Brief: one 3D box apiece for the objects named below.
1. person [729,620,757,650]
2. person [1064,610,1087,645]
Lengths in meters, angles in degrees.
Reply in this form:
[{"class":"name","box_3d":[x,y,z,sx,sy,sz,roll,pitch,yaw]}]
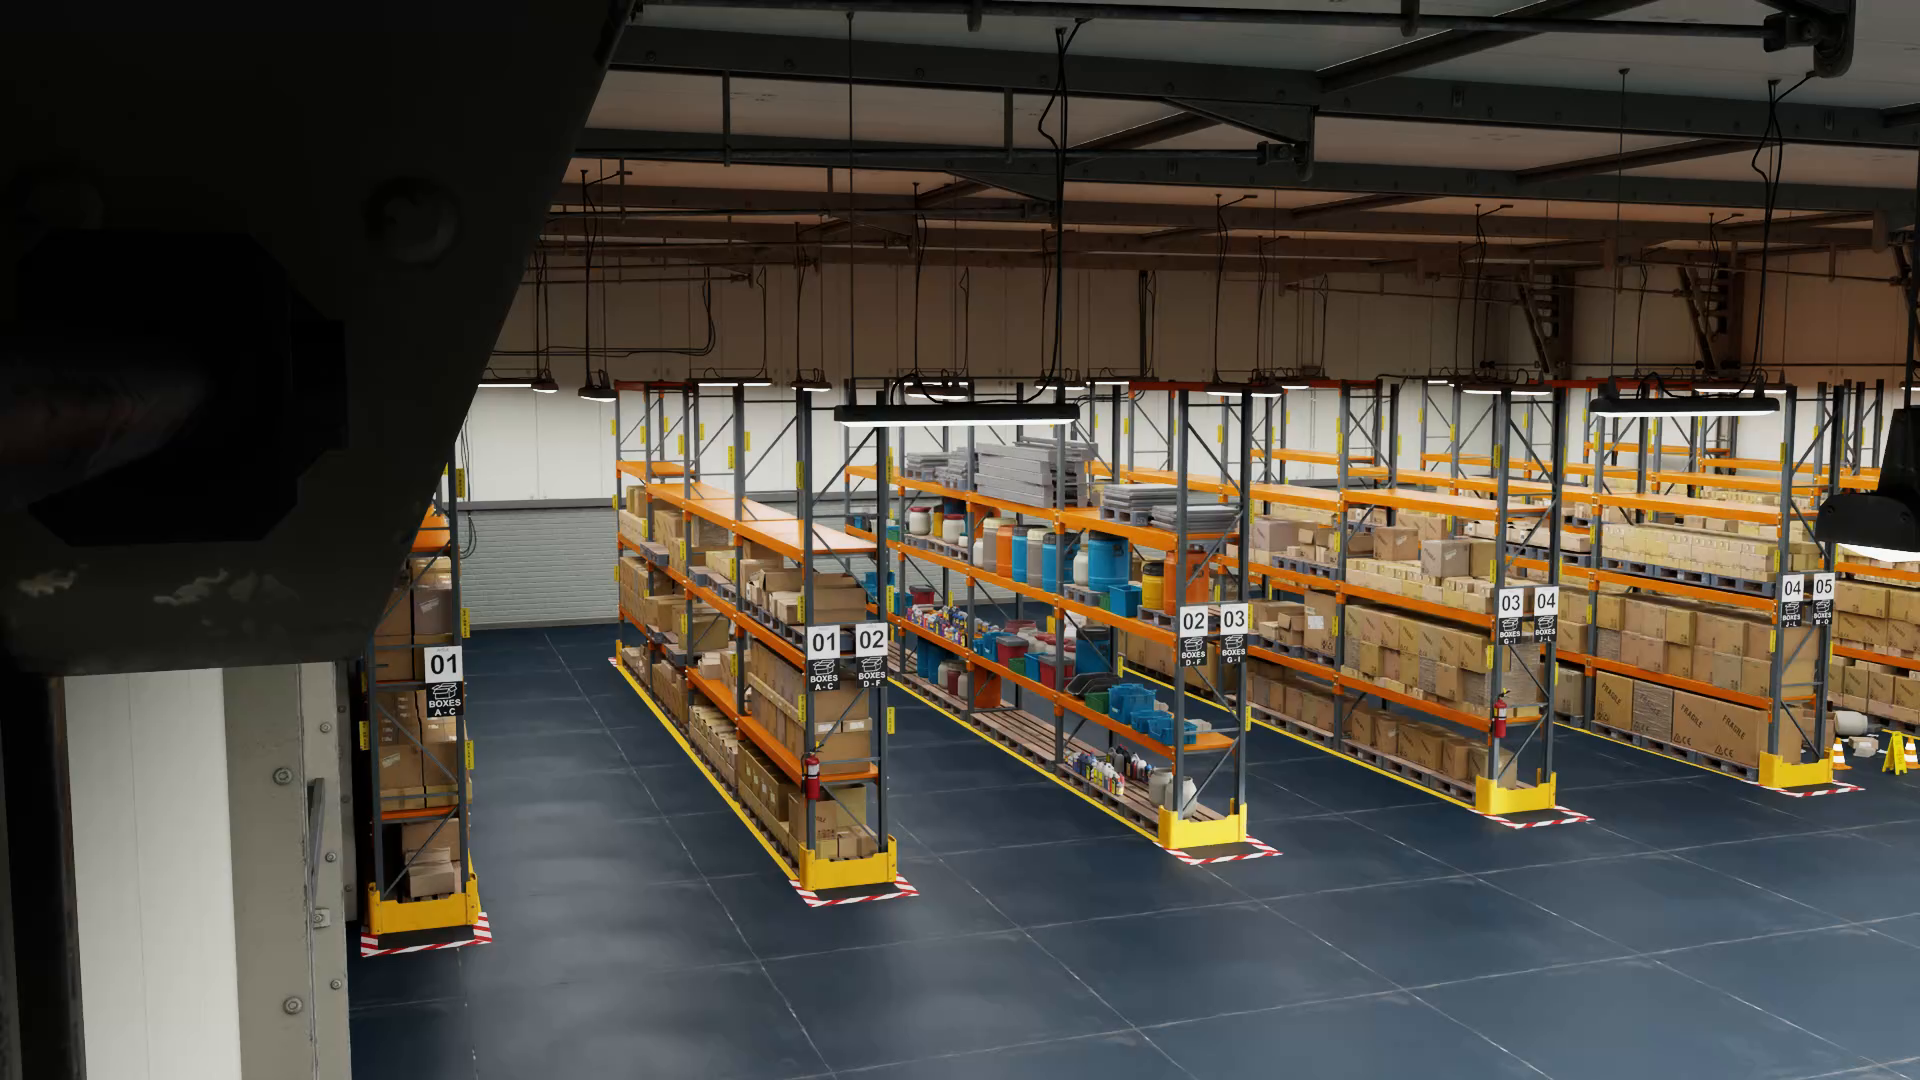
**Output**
[{"class":"person","box_3d":[-4.309,1.883,33.770,0.725,1.689,1.163,-3,7,-23]},{"class":"person","box_3d":[2.167,1.904,31.598,0.494,1.723,0.453,2,6,21]}]
